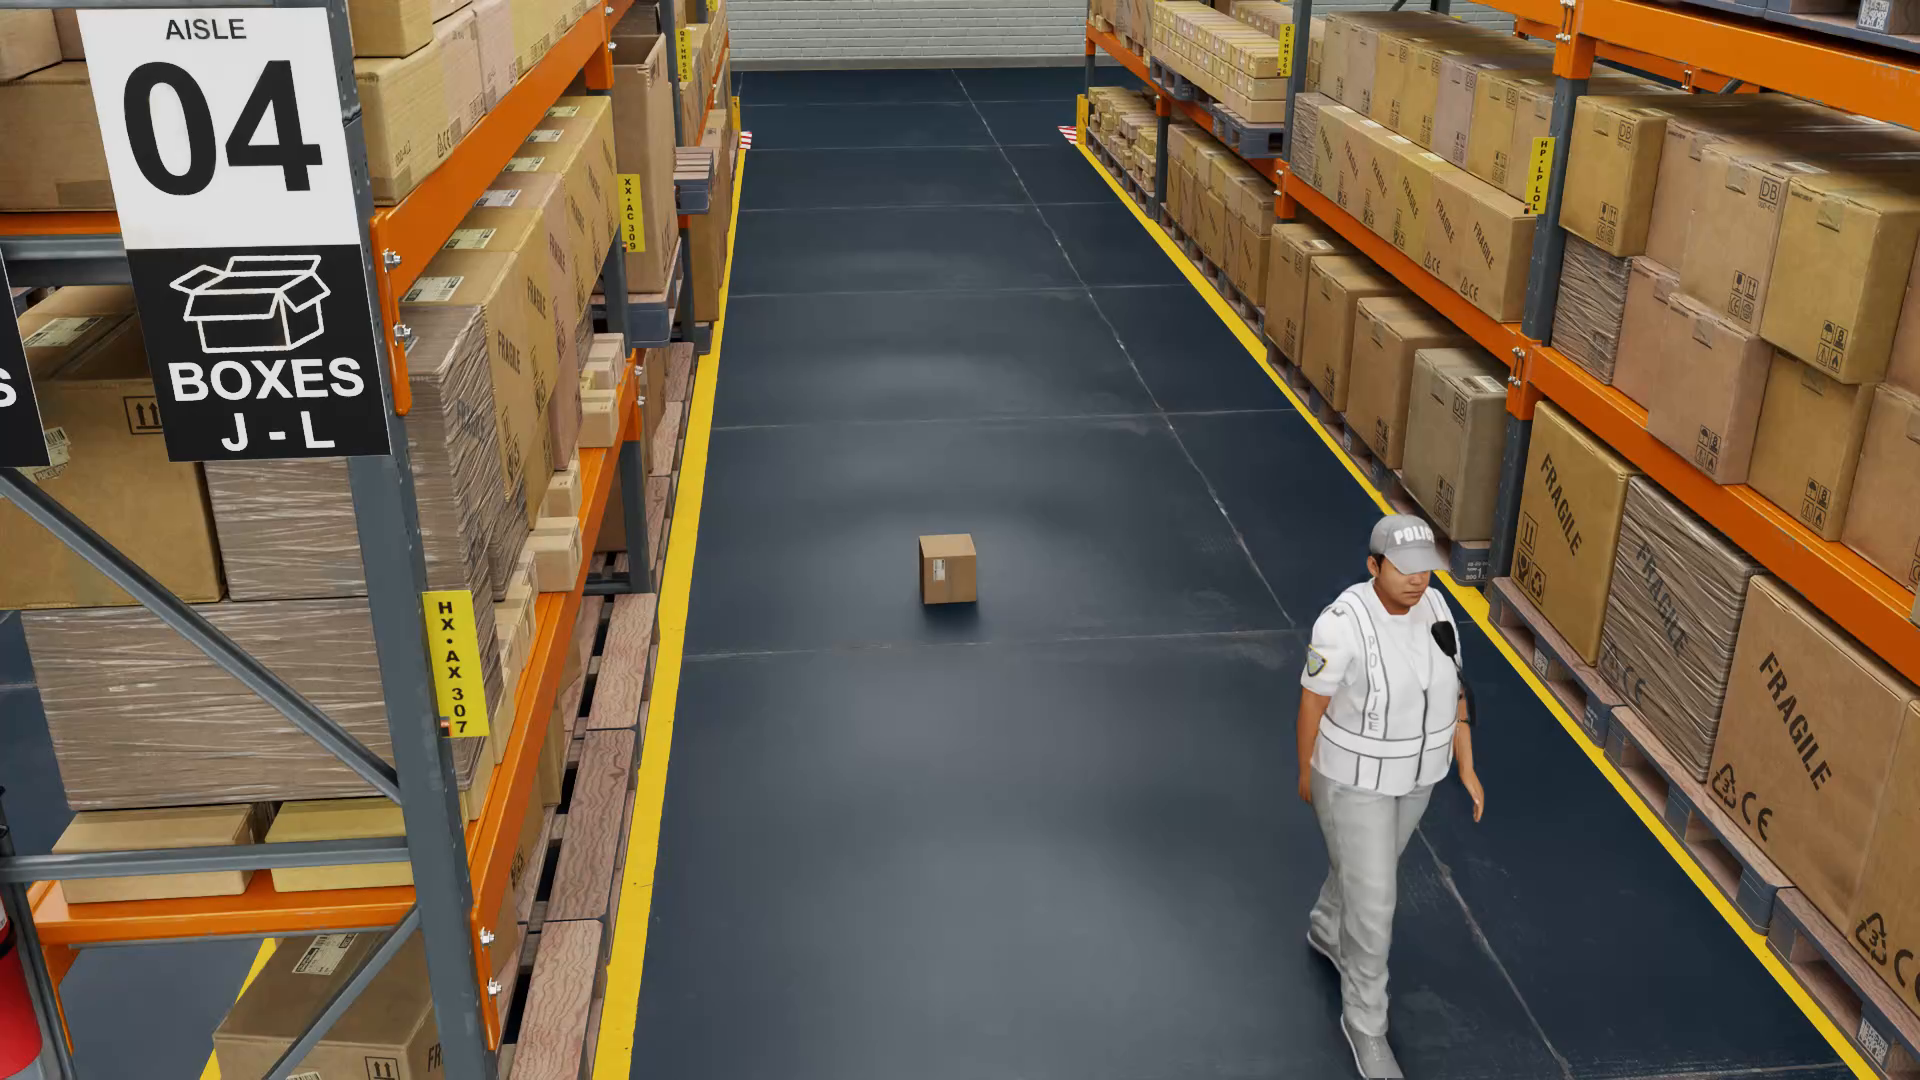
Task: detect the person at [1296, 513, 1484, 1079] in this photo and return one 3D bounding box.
[{"bbox_3d":[1.294,0.742,4.956,0.486,1.710,0.683,-12,26,-25],"label":"person"}]
